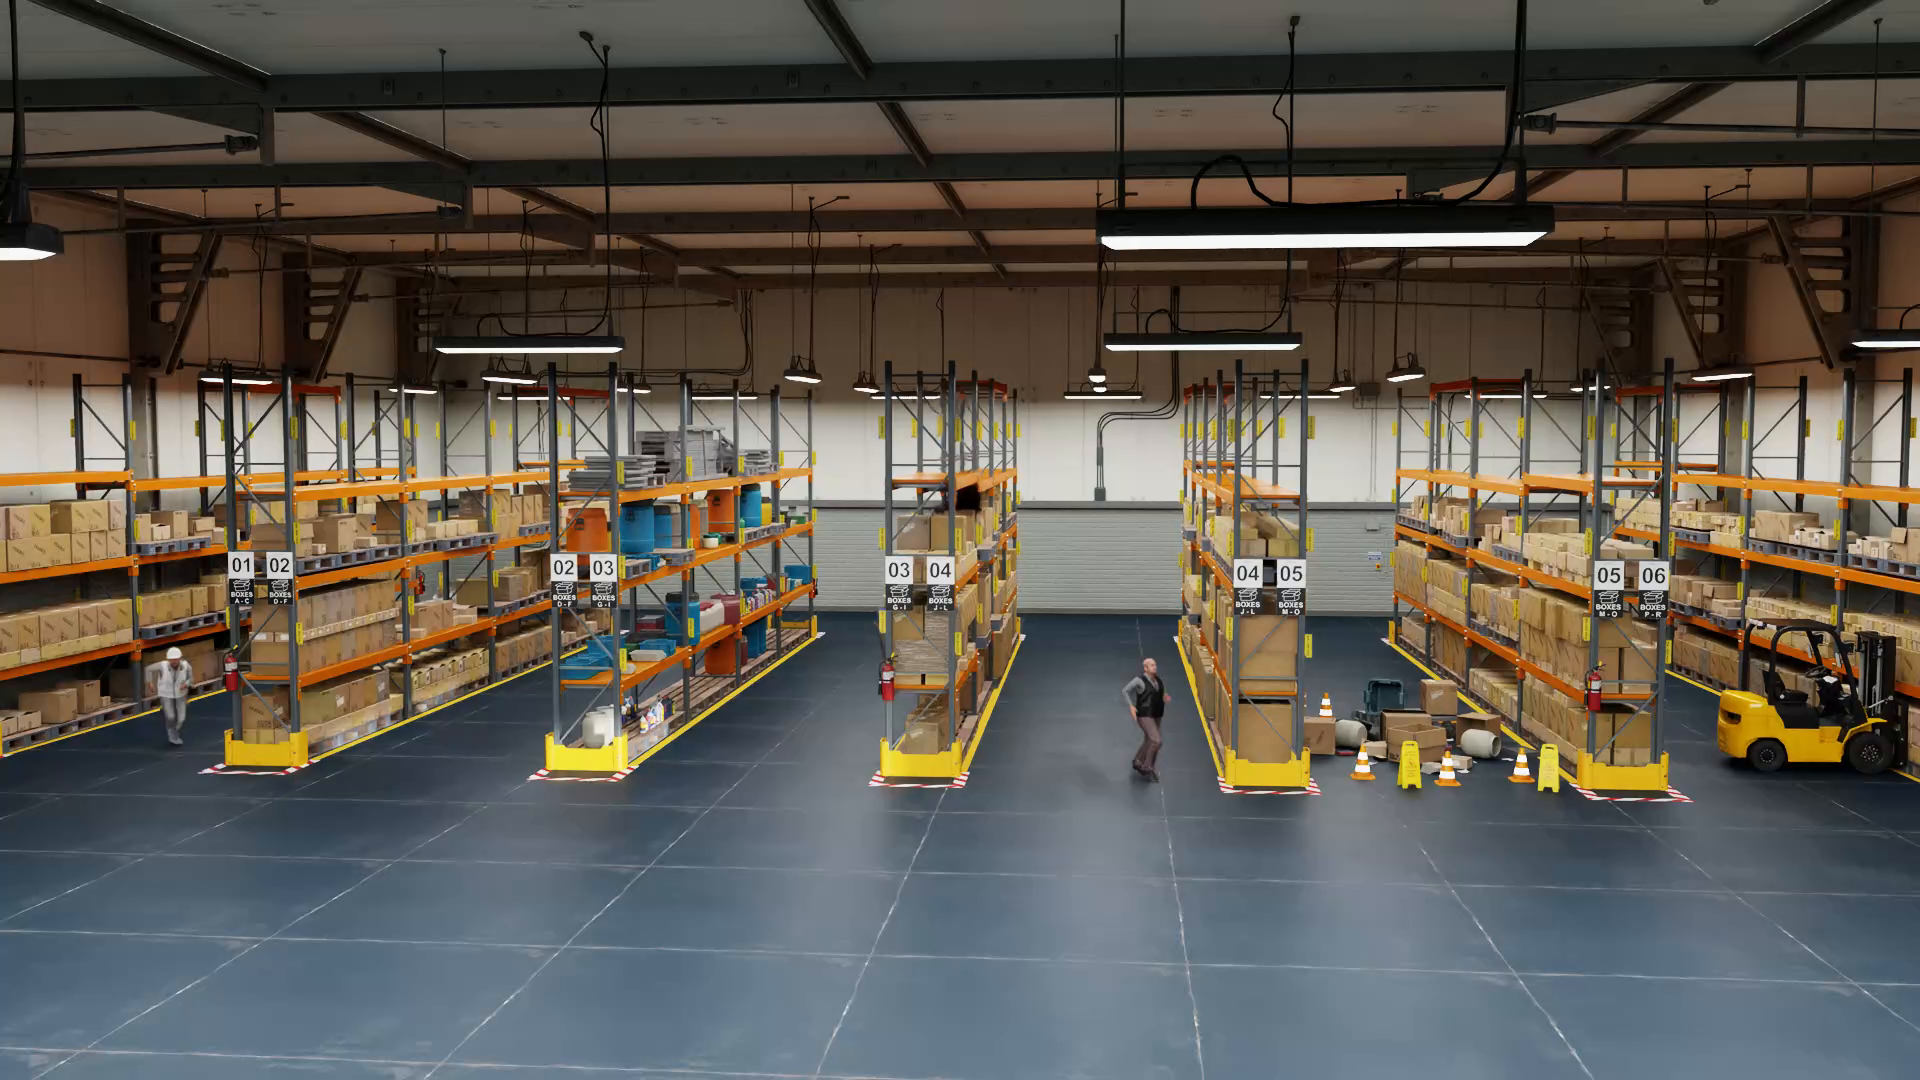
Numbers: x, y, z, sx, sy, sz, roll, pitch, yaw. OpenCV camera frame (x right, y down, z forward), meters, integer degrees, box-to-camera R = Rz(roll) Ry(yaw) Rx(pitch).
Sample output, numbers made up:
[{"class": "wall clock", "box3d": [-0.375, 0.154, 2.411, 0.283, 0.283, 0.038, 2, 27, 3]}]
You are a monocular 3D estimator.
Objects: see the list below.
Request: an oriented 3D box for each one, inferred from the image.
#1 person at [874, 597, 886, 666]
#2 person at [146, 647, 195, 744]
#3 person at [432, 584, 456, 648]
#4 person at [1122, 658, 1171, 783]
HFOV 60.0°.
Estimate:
[{"class": "person", "box3d": [-1.451, 1.984, 33.778, 0.581, 1.682, 0.765, 1, 4, 11]}, {"class": "person", "box3d": [-12.484, 2.473, 26.305, 0.684, 1.599, 0.868, -2, 4, -32]}, {"class": "person", "box3d": [-11.462, 1.776, 36.989, 0.600, 1.645, 0.709, 1, 4, 9]}, {"class": "person", "box3d": [2.716, 2.581, 23.829, 0.629, 1.774, 0.755, -3, 5, -43]}]
